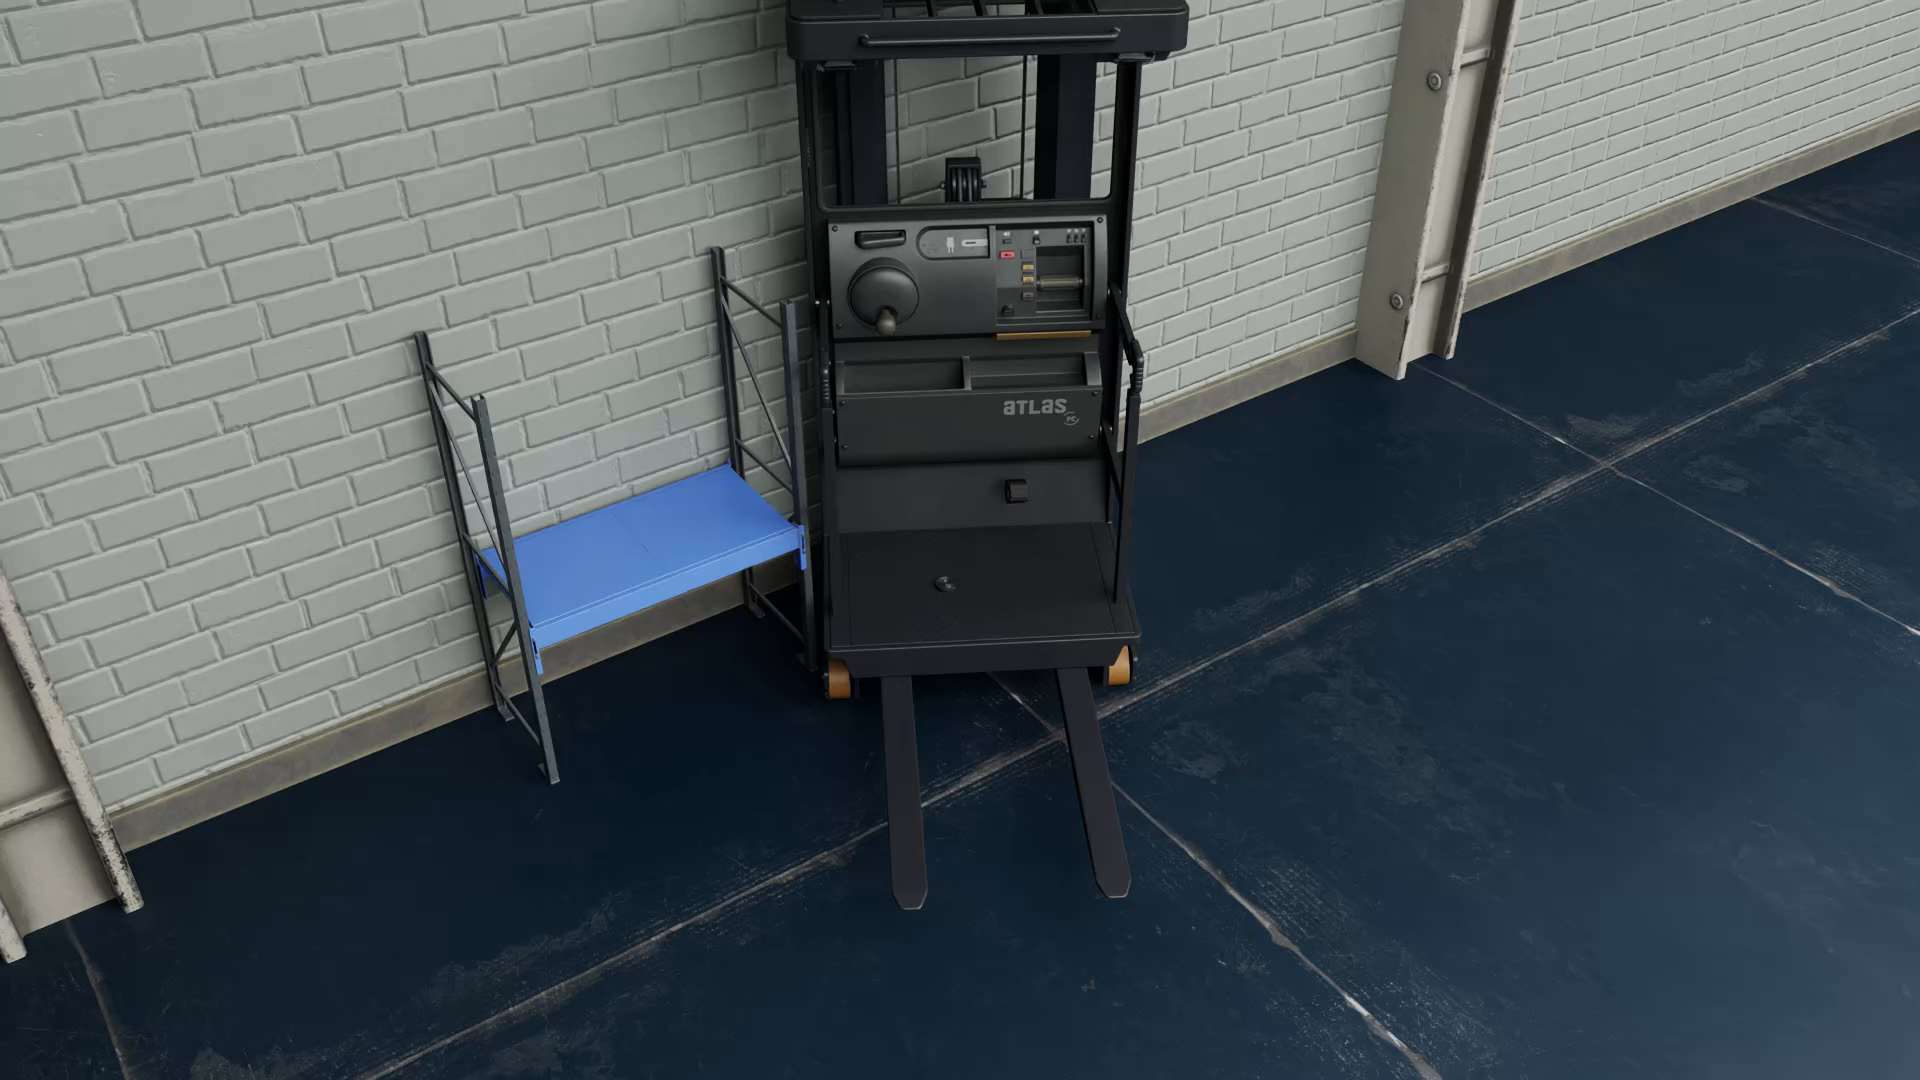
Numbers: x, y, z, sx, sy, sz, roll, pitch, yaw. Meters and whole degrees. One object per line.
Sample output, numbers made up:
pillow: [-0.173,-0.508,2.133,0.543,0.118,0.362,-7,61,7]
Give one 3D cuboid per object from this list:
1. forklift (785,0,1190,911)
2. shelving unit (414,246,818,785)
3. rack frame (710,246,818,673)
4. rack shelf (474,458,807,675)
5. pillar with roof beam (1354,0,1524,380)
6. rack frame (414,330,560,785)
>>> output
forklift: [0.047,-0.823,5.384,1.130,2.935,3.031,-3,36,-3]
shelving unit: [-1.091,-0.077,5.573,1.048,1.500,0.538,-22,41,-28]
rack frame: [-0.675,-0.248,5.810,0.032,1.500,0.500,-22,41,-28]
rack shelf: [-1.091,0.069,5.678,1.000,0.185,0.538,-22,41,-28]
pillar with roof beam: [4.600,-2.486,2.499,0.400,9.000,9.100,-22,41,-28]
rack frame: [-1.507,0.093,5.336,0.032,1.500,0.500,-22,41,-28]
